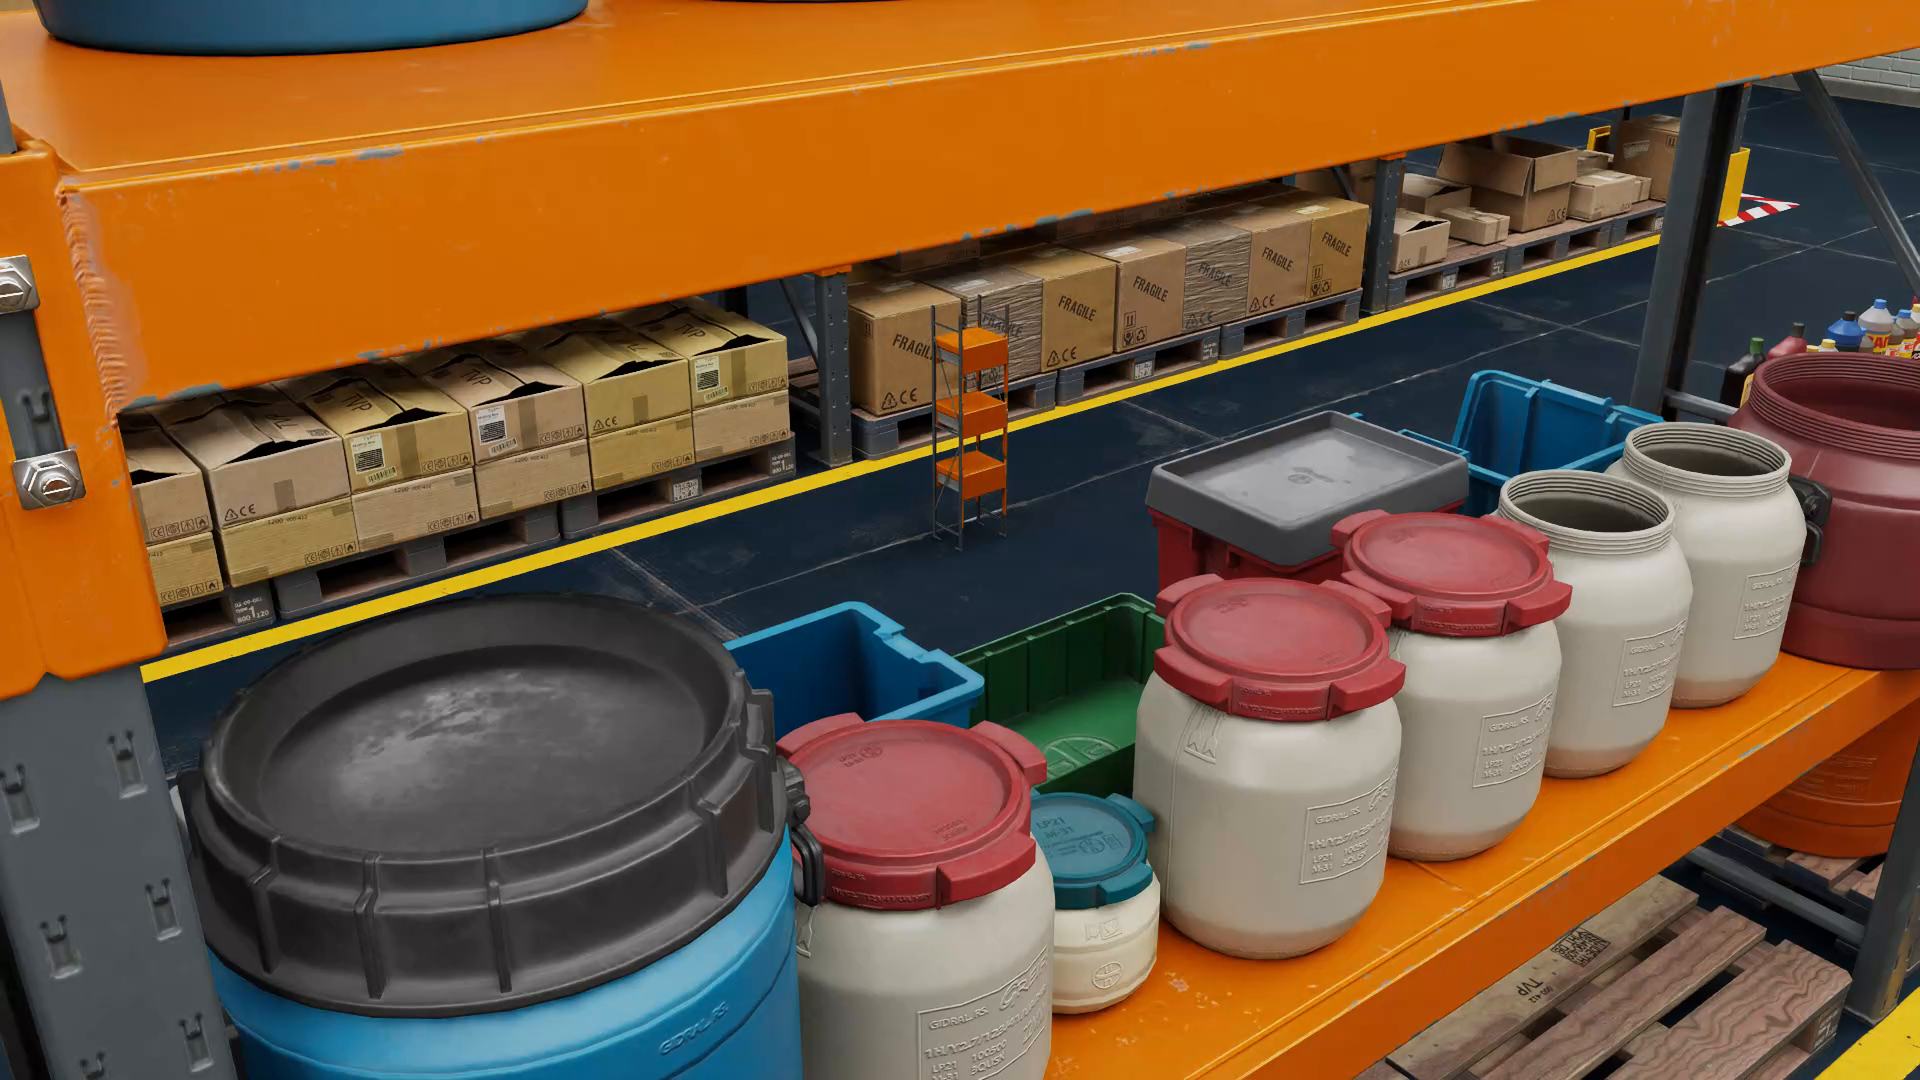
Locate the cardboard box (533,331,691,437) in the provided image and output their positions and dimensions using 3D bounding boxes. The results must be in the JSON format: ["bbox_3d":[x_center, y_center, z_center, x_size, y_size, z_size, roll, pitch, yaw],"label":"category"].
[{"bbox_3d":[-1.540,-0.722,7.345,0.500,0.311,0.500,-19,31,-35],"label":"cardboard box"}]

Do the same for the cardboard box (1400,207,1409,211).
[{"bbox_3d":[2.805,-2.184,11.257,0.250,0.149,0.380,-18,31,-34],"label":"cardboard box"}]

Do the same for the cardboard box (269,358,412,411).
[{"bbox_3d":[-2.683,-0.634,7.154,0.500,0.311,0.500,-19,31,-35],"label":"cardboard box"}]

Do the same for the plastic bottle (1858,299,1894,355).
[{"bbox_3d":[2.824,-0.611,5.156,0.097,0.271,0.097,0,25,0],"label":"plastic bottle"}]

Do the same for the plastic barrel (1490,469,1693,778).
[{"bbox_3d":[1.170,0.159,3.211,0.421,0.512,0.421,0,25,0],"label":"plastic barrel"}]

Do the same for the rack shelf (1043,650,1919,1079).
[{"bbox_3d":[0.605,0.608,3.231,4.000,0.370,1.077,-18,31,-34],"label":"rack shelf"}]

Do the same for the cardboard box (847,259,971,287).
[{"bbox_3d":[-0.283,-1.266,8.861,0.500,0.500,0.500,-17,30,-32],"label":"cardboard box"}]

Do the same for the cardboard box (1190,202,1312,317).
[{"bbox_3d":[1.667,-1.636,9.658,0.500,0.500,0.500,-18,30,-34],"label":"cardboard box"}]

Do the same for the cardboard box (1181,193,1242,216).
[{"bbox_3d":[1.329,-1.797,10.006,0.500,0.500,0.500,-18,30,-33],"label":"cardboard box"}]

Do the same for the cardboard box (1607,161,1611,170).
[{"bbox_3d":[4.683,-2.812,12.589,0.250,0.166,0.380,-18,31,-34],"label":"cardboard box"}]

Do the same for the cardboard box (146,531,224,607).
[{"bbox_3d":[-3.149,0.061,6.322,0.500,0.250,0.500,-17,30,-33],"label":"cardboard box"}]

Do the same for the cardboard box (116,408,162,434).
[{"bbox_3d":[-3.475,-0.376,6.597,0.500,0.311,0.500,-17,30,-33],"label":"cardboard box"}]

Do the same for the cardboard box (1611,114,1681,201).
[{"bbox_3d":[5.145,-2.801,12.168,0.500,0.500,0.500,-18,31,-34],"label":"cardboard box"}]

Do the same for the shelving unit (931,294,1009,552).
[{"bbox_3d":[0.042,-0.490,7.059,0.252,1.050,0.215,-18,31,-34],"label":"shelving unit"}]

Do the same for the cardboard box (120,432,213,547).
[{"bbox_3d":[-3.146,-0.191,6.200,0.500,0.311,0.500,-19,31,-35],"label":"cardboard box"}]

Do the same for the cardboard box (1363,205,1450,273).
[{"bbox_3d":[2.737,-1.936,10.530,0.500,0.311,0.500,-18,31,-34],"label":"cardboard box"}]

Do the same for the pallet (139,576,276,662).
[{"bbox_3d":[-3.466,0.220,6.525,1.213,0.211,1.003,-18,31,-34],"label":"pallet"}]

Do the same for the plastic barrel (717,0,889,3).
[{"bbox_3d":[-0.188,-1.161,2.029,0.600,0.901,0.600,0,25,0],"label":"plastic barrel"}]

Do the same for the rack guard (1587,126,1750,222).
[{"bbox_3d":[5.361,-2.804,12.698,0.348,0.500,1.175,-18,31,-34],"label":"rack guard"}]

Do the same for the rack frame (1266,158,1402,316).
[{"bbox_3d":[2.273,-2.919,9.976,0.127,3.000,1.000,-18,31,-34],"label":"rack frame"}]

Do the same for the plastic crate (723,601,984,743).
[{"bbox_3d":[-0.293,0.419,2.803,0.575,0.384,0.392,-18,31,-34],"label":"plastic crate"}]

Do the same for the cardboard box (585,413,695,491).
[{"bbox_3d":[-1.541,-0.470,7.468,0.500,0.250,0.500,-19,31,-35],"label":"cardboard box"}]

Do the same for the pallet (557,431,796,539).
[{"bbox_3d":[-1.546,-0.414,7.891,1.213,0.211,1.003,-18,31,-34],"label":"pallet"}]

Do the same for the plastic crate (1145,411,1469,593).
[{"bbox_3d":[0.719,0.052,3.499,0.583,0.464,0.402,-18,31,-34],"label":"plastic crate"}]

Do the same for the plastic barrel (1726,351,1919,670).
[{"bbox_3d":[2.001,-0.079,3.694,0.708,0.536,0.600,-18,31,-34],"label":"plastic barrel"}]

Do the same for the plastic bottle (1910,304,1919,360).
[{"bbox_3d":[3.054,-0.655,5.334,0.097,0.201,0.097,0,25,0],"label":"plastic bottle"}]

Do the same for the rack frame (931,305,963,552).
[{"bbox_3d":[-0.054,-0.458,6.991,0.008,1.050,0.200,-18,31,-34],"label":"rack frame"}]

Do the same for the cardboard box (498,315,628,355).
[{"bbox_3d":[-1.876,-0.899,7.726,0.500,0.311,0.500,-19,31,-35],"label":"cardboard box"}]

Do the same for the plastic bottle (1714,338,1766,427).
[{"bbox_3d":[2.234,-0.431,4.755,0.133,0.283,0.061,-18,31,-34],"label":"plastic bottle"}]

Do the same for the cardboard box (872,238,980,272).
[{"bbox_3d":[-0.242,-1.622,8.738,0.500,0.250,0.500,-17,30,-32],"label":"cardboard box"}]

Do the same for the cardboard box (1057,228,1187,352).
[{"bbox_3d":[0.874,-1.373,9.091,0.500,0.500,0.500,-19,31,-36],"label":"cardboard box"}]

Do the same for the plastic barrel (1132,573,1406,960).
[{"bbox_3d":[0.497,0.373,2.721,0.433,0.535,0.433,0,25,0],"label":"plastic barrel"}]

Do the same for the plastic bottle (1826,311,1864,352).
[{"bbox_3d":[2.671,-0.560,5.047,0.097,0.271,0.097,0,25,0],"label":"plastic bottle"}]

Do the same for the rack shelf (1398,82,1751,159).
[{"bbox_3d":[3.847,-3.112,11.247,4.000,0.370,1.077,-18,31,-34],"label":"rack shelf"}]

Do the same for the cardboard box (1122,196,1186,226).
[{"bbox_3d":[0.955,-2.020,9.595,0.500,0.250,0.500,-18,30,-34],"label":"cardboard box"}]

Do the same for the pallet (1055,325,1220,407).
[{"bbox_3d":[0.696,-1.111,9.394,1.213,0.211,1.003,-18,31,-34],"label":"pallet"}]

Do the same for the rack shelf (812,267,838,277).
[{"bbox_3d":[-2.448,-1.034,6.769,4.000,0.370,1.077,-18,31,-34],"label":"rack shelf"}]

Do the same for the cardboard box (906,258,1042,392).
[{"bbox_3d":[0.069,-1.107,8.518,0.500,0.500,0.500,-20,31,-36],"label":"cardboard box"}]

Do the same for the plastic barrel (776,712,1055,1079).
[{"bbox_3d":[-0.080,0.564,2.310,0.433,0.535,0.433,0,25,0],"label":"plastic barrel"}]

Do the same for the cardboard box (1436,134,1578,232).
[{"bbox_3d":[3.748,-2.476,11.464,0.637,0.503,0.797,-18,31,-34],"label":"cardboard box"}]

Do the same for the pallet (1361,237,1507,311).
[{"bbox_3d":[2.814,-1.832,10.946,1.213,0.211,1.003,-18,31,-34],"label":"pallet"}]

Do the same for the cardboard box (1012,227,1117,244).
[{"bbox_3d":[0.533,-1.539,9.449,0.500,0.500,0.500,-20,31,-36],"label":"cardboard box"}]

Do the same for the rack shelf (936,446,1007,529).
[{"bbox_3d":[0.042,-0.228,7.180,0.240,0.259,0.215,-18,31,-34],"label":"rack shelf"}]

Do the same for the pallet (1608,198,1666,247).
[{"bbox_3d":[4.734,-2.466,12.312,1.213,0.211,1.003,-18,31,-34],"label":"pallet"}]

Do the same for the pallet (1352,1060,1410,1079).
[{"bbox_3d":[0.586,1.531,3.701,1.213,0.211,1.003,-18,31,-34],"label":"pallet"}]

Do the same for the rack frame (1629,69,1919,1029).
[{"bbox_3d":[2.179,-0.238,4.199,0.127,3.000,1.000,-18,31,-34],"label":"rack frame"}]

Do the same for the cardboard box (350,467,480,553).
[{"bbox_3d":[-2.342,-0.206,6.898,0.500,0.250,0.500,-18,30,-33],"label":"cardboard box"}]

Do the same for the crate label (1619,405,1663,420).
[{"bbox_3d":[1.616,-0.177,4.266,0.416,0.233,0.303,-18,31,-34],"label":"crate label"}]

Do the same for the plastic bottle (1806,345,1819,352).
[{"bbox_3d":[2.518,-0.478,4.952,0.097,0.201,0.097,0,25,0],"label":"plastic bottle"}]

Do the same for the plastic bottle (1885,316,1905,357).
[{"bbox_3d":[2.901,-0.604,5.225,0.097,0.201,0.097,0,25,0],"label":"plastic bottle"}]

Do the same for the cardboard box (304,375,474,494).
[{"bbox_3d":[-2.334,-0.463,6.785,0.500,0.311,0.500,-17,30,-33],"label":"cardboard box"}]

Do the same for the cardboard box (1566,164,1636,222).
[{"bbox_3d":[4.379,-2.450,11.710,0.500,0.250,0.500,-18,31,-34],"label":"cardboard box"}]
